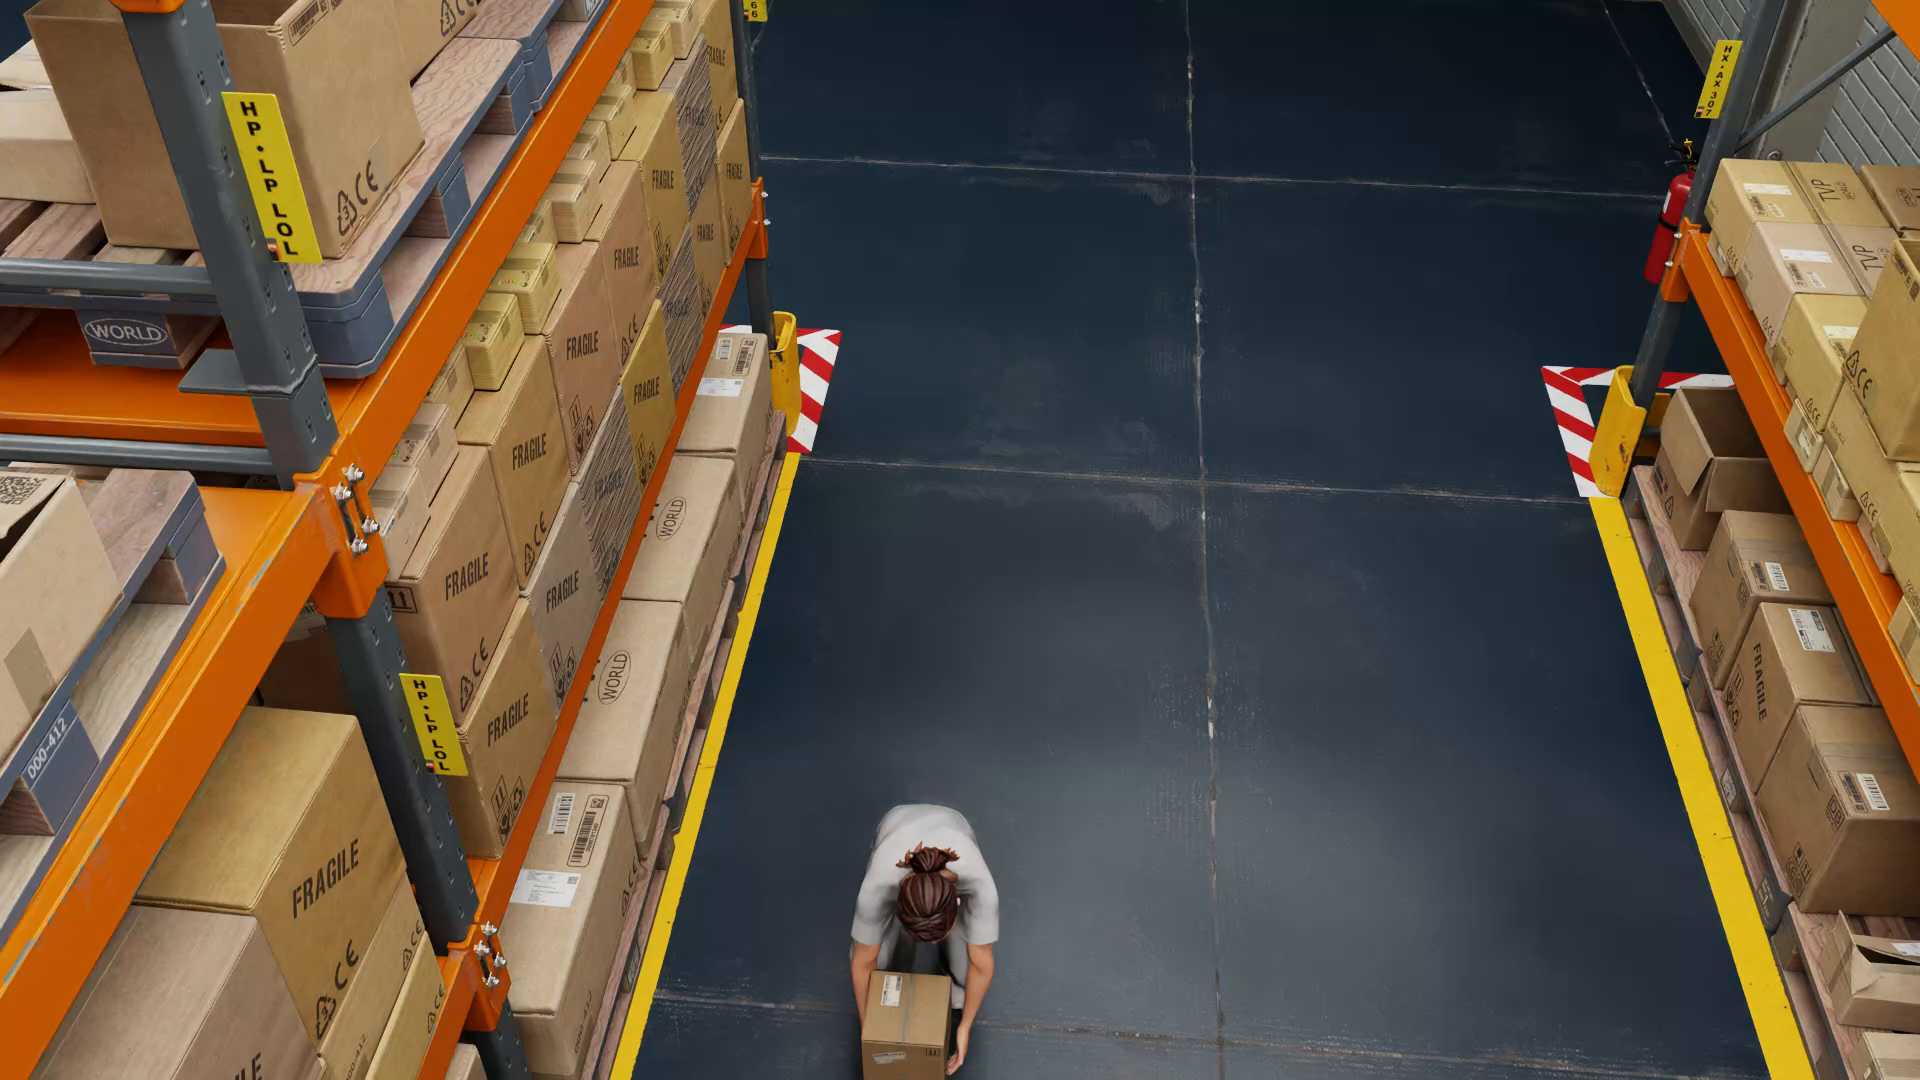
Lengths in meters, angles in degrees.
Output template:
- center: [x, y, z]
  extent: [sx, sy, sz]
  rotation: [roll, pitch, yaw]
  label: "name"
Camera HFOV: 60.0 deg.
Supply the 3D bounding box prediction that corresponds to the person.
- center: [-0.104, 1.192, 5.309]
  extent: [0.477, 0.955, 0.794]
  rotation: [3, 40, 4]
  label: "person"
